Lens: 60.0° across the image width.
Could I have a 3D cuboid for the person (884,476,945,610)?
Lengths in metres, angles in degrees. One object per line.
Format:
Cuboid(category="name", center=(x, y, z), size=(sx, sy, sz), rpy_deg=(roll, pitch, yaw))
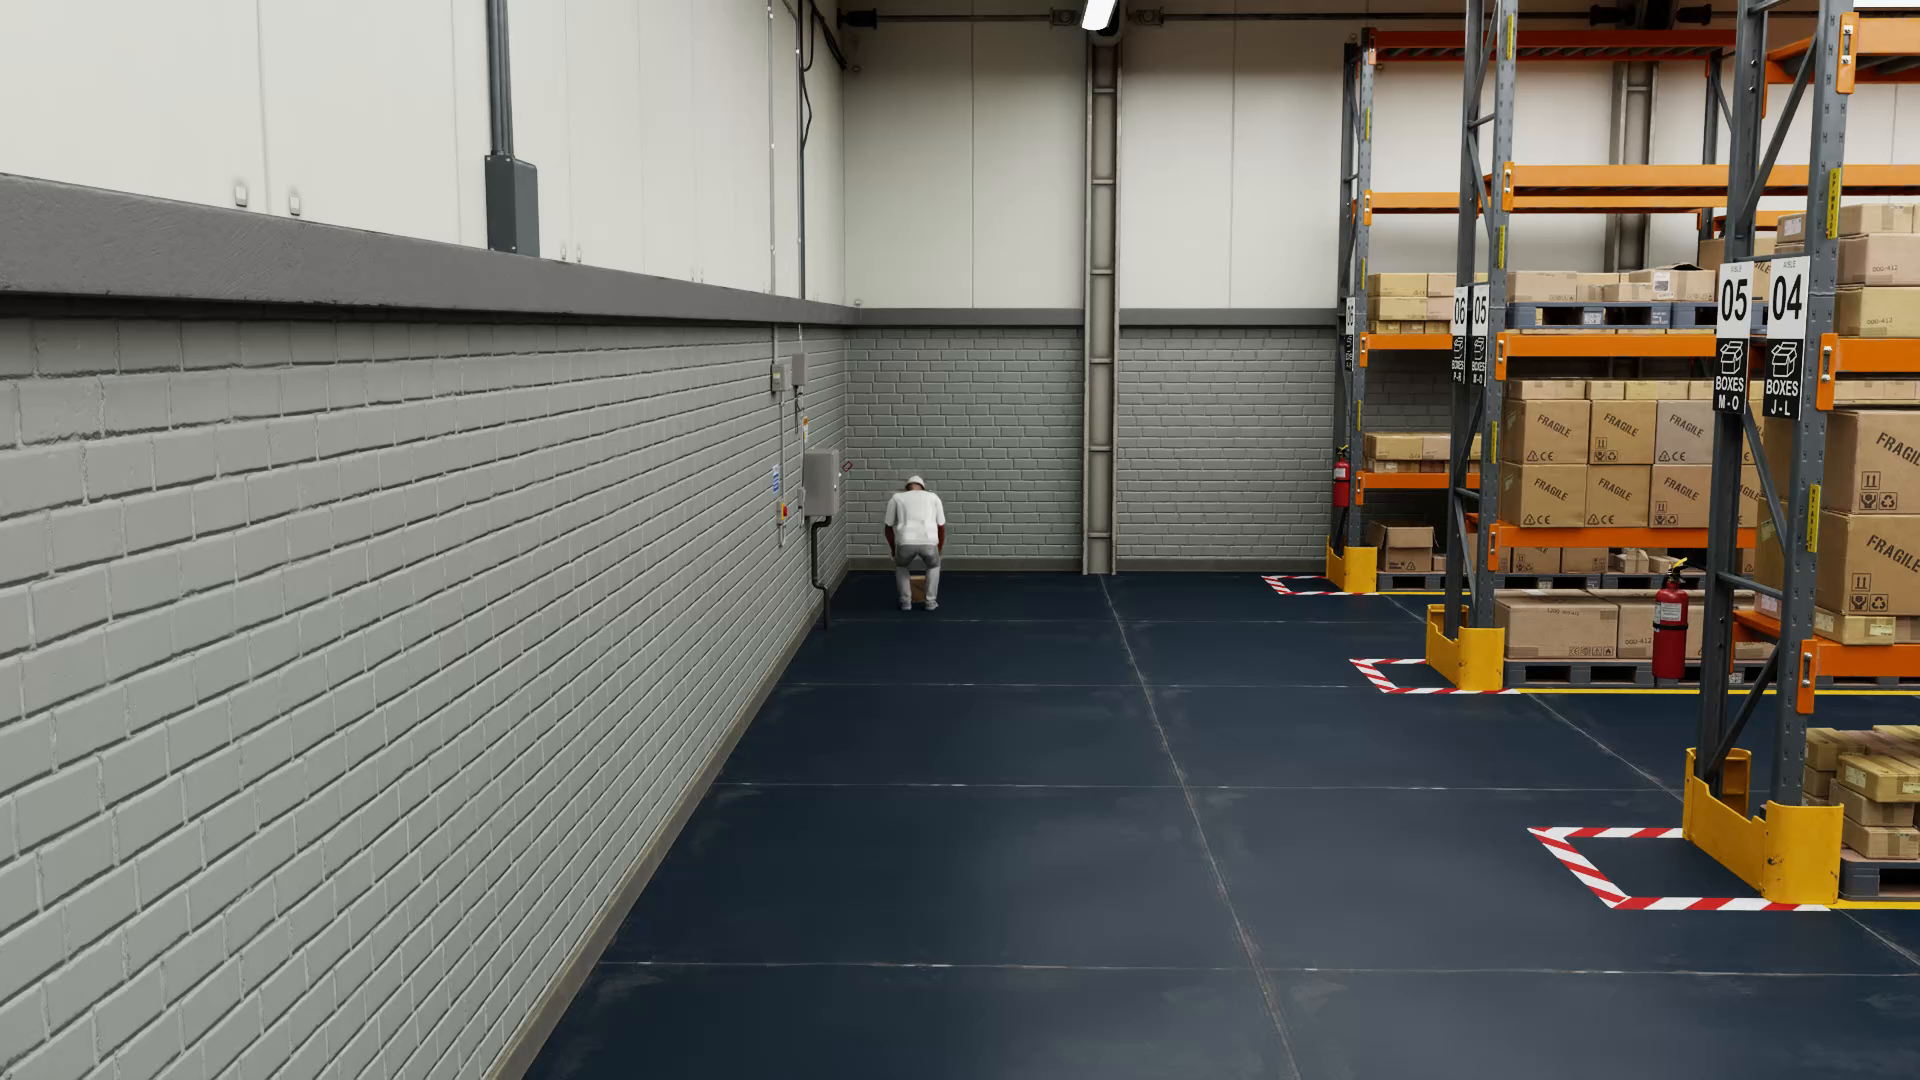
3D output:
Cuboid(category="person", center=(-0.471, 0.030, 17.134), size=(0.631, 1.343, 0.792), rpy_deg=(0, 7, 1))
